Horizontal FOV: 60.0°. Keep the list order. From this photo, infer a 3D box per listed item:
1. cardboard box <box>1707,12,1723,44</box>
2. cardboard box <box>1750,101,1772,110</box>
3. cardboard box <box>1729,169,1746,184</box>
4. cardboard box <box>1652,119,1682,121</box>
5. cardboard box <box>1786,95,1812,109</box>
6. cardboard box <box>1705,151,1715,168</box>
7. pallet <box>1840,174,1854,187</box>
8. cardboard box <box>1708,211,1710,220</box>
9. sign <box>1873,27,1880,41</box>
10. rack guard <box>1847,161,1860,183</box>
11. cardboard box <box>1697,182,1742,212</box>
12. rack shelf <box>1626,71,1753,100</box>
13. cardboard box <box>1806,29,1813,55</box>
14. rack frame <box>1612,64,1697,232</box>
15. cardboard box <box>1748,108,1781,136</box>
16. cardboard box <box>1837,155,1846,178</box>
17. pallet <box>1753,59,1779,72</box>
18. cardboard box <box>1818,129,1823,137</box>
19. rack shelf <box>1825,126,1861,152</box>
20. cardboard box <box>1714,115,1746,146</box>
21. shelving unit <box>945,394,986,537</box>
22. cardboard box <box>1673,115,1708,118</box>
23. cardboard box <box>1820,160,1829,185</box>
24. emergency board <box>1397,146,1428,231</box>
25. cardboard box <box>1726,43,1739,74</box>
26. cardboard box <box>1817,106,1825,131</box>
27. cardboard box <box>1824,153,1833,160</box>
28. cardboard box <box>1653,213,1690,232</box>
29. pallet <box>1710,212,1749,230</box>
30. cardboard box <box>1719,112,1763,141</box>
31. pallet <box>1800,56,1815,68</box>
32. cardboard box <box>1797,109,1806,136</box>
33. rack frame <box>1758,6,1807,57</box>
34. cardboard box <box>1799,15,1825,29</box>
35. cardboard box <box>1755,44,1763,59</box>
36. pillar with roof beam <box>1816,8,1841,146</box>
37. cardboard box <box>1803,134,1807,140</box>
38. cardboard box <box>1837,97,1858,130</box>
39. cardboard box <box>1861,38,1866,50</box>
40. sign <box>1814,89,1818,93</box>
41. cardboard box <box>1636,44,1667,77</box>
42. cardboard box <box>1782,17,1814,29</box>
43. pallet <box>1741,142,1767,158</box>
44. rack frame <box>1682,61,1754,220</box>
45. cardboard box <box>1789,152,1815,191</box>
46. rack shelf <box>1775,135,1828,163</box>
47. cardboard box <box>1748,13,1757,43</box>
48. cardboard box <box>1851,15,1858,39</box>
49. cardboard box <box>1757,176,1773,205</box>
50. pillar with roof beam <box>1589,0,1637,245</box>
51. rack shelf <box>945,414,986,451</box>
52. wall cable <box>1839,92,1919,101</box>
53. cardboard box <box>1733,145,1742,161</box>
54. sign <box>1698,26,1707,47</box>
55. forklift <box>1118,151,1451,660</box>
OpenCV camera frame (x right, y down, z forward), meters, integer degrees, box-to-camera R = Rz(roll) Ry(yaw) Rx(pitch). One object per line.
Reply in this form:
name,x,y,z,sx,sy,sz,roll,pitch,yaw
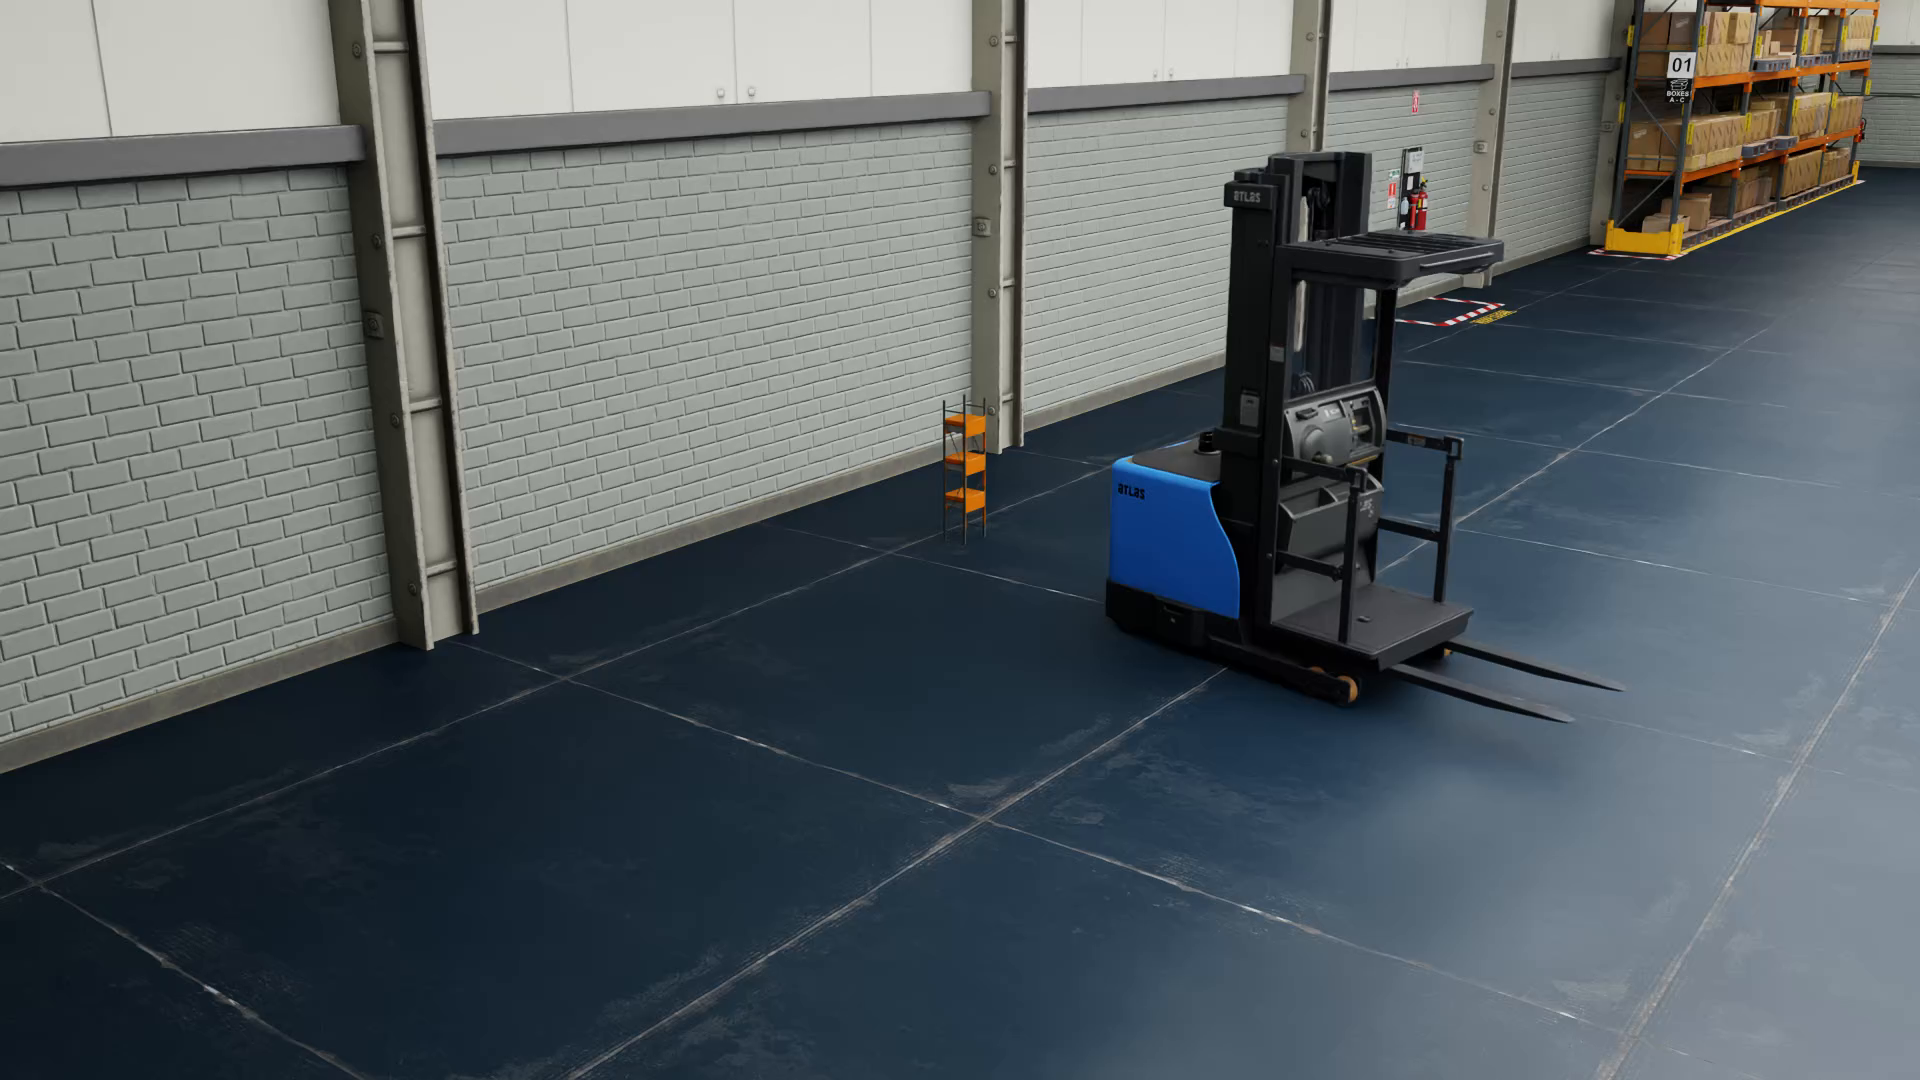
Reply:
cardboard box,12.102,-8.360,27.159,0.500,0.500,0.500,12,21,34
cardboard box,15.743,-8.539,32.680,0.380,0.149,0.250,9,19,26
cardboard box,14.713,-6.968,31.834,0.500,0.250,0.500,12,21,33
cardboard box,12.060,-6.921,28.427,0.500,0.500,0.500,12,21,33
cardboard box,17.196,-9.006,34.220,0.500,0.250,0.500,13,21,35
cardboard box,12.490,-6.477,28.264,0.500,0.250,0.500,12,21,34
pallet,20.457,-8.508,39.285,1.003,0.211,1.213,12,21,35
cardboard box,13.426,-5.910,30.253,0.380,0.166,0.250,9,20,28
sign,21.299,-11.762,38.645,0.100,0.325,0.005,12,21,35
rack guard,20.885,-8.856,39.918,1.175,0.500,0.348,12,21,35
cardboard box,14.414,-6.512,31.629,0.700,0.500,0.500,12,21,34
rack shelf,12.529,-7.798,28.453,1.077,0.370,4.000,12,21,35
cardboard box,17.245,-10.339,34.512,0.700,0.500,0.500,12,21,35
rack frame,11.338,-6.233,27.257,1.000,3.000,0.127,12,21,35
cardboard box,15.832,-8.283,32.947,0.700,0.500,0.500,10,20,28
cardboard box,20.236,-8.747,38.860,0.700,0.500,0.500,12,21,35
pallet,14.174,-8.657,30.321,1.213,0.211,1.003,12,21,35
cardboard box,18.382,-8.786,35.868,0.380,0.149,0.250,13,21,36
rack shelf,19.679,-9.224,38.102,1.077,0.370,4.000,12,21,35
cardboard box,13.688,-7.314,29.695,0.500,0.500,0.500,12,21,35
shelving unit,0.033,-0.514,12.130,0.215,1.050,0.249,12,21,35
cardboard box,12.962,-7.284,29.597,0.500,0.500,0.500,12,21,34
cardboard box,19.016,-8.258,37.285,0.700,0.500,0.500,13,21,35
emergency board,5.982,-4.542,21.811,0.194,1.169,0.643,12,21,35
cardboard box,13.007,-8.255,28.507,0.500,0.500,0.500,11,21,33
cardboard box,18.119,-9.013,35.505,0.500,0.500,0.500,13,21,35
cardboard box,19.366,-8.617,37.347,0.380,0.149,0.250,13,22,37
cardboard box,12.162,-5.444,28.507,0.500,0.311,0.500,15,22,39
pallet,14.184,-6.040,31.337,1.003,0.211,1.213,12,21,35
cardboard box,14.758,-7.853,31.563,0.700,0.500,0.500,16,24,42
pallet,16.445,-9.643,33.500,1.213,0.211,1.003,14,22,37
cardboard box,16.919,-8.531,33.954,0.500,0.500,0.500,13,22,36
rack frame,16.104,-11.003,32.503,1.000,3.000,0.127,12,21,35
cardboard box,18.716,-11.266,36.518,0.500,0.500,0.500,12,21,34
cardboard box,14.478,-9.039,30.677,0.500,0.311,0.500,13,22,36
pillar with roof beam,25.242,-12.944,38.752,9.100,9.000,0.400,12,21,35
cardboard box,17.554,-8.494,34.928,0.380,0.149,0.250,13,22,36
cardboard box,20.151,-9.889,38.523,0.980,0.700,0.700,12,21,34
cardboard box,20.339,-11.307,37.916,0.500,0.250,0.500,11,21,33
sign,20.429,-10.595,39.709,0.100,0.325,0.005,12,21,35
cardboard box,21.962,-7.024,24.562,20.217,0.510,10.029,14,22,39
cardboard box,17.541,-10.819,34.793,0.500,0.250,0.500,12,21,33
pallet,14.293,-7.250,30.857,1.003,0.211,1.213,12,21,35
rack frame,13.721,-7.186,30.325,1.000,3.000,0.127,12,21,35
cardboard box,17.678,-7.875,35.461,0.750,0.750,0.750,13,22,36
rack shelf,17.296,-8.271,35.034,1.077,0.370,4.000,12,21,35
cardboard box,13.640,-8.986,29.176,0.500,0.500,0.500,10,20,30
cardboard box,19.439,-11.302,36.635,0.500,0.500,0.500,12,21,34
cardboard box,15.717,-6.974,33.117,0.700,0.500,0.500,13,21,35
pillar with roof beam,14.517,-8.657,24.947,9.100,9.000,0.400,12,21,35
rack shelf,0.032,-0.775,12.048,0.215,0.259,0.240,12,21,35
wall cable,24.528,-12.710,43.234,3.097,2.526,0.112,12,21,35
cardboard box,13.682,-6.957,29.809,0.500,0.250,0.500,12,21,35
sign,11.773,-7.987,26.374,0.100,0.325,0.005,12,21,35
forklift,25.325,-3.373,17.786,46.598,3.159,22.140,-16,23,-41
